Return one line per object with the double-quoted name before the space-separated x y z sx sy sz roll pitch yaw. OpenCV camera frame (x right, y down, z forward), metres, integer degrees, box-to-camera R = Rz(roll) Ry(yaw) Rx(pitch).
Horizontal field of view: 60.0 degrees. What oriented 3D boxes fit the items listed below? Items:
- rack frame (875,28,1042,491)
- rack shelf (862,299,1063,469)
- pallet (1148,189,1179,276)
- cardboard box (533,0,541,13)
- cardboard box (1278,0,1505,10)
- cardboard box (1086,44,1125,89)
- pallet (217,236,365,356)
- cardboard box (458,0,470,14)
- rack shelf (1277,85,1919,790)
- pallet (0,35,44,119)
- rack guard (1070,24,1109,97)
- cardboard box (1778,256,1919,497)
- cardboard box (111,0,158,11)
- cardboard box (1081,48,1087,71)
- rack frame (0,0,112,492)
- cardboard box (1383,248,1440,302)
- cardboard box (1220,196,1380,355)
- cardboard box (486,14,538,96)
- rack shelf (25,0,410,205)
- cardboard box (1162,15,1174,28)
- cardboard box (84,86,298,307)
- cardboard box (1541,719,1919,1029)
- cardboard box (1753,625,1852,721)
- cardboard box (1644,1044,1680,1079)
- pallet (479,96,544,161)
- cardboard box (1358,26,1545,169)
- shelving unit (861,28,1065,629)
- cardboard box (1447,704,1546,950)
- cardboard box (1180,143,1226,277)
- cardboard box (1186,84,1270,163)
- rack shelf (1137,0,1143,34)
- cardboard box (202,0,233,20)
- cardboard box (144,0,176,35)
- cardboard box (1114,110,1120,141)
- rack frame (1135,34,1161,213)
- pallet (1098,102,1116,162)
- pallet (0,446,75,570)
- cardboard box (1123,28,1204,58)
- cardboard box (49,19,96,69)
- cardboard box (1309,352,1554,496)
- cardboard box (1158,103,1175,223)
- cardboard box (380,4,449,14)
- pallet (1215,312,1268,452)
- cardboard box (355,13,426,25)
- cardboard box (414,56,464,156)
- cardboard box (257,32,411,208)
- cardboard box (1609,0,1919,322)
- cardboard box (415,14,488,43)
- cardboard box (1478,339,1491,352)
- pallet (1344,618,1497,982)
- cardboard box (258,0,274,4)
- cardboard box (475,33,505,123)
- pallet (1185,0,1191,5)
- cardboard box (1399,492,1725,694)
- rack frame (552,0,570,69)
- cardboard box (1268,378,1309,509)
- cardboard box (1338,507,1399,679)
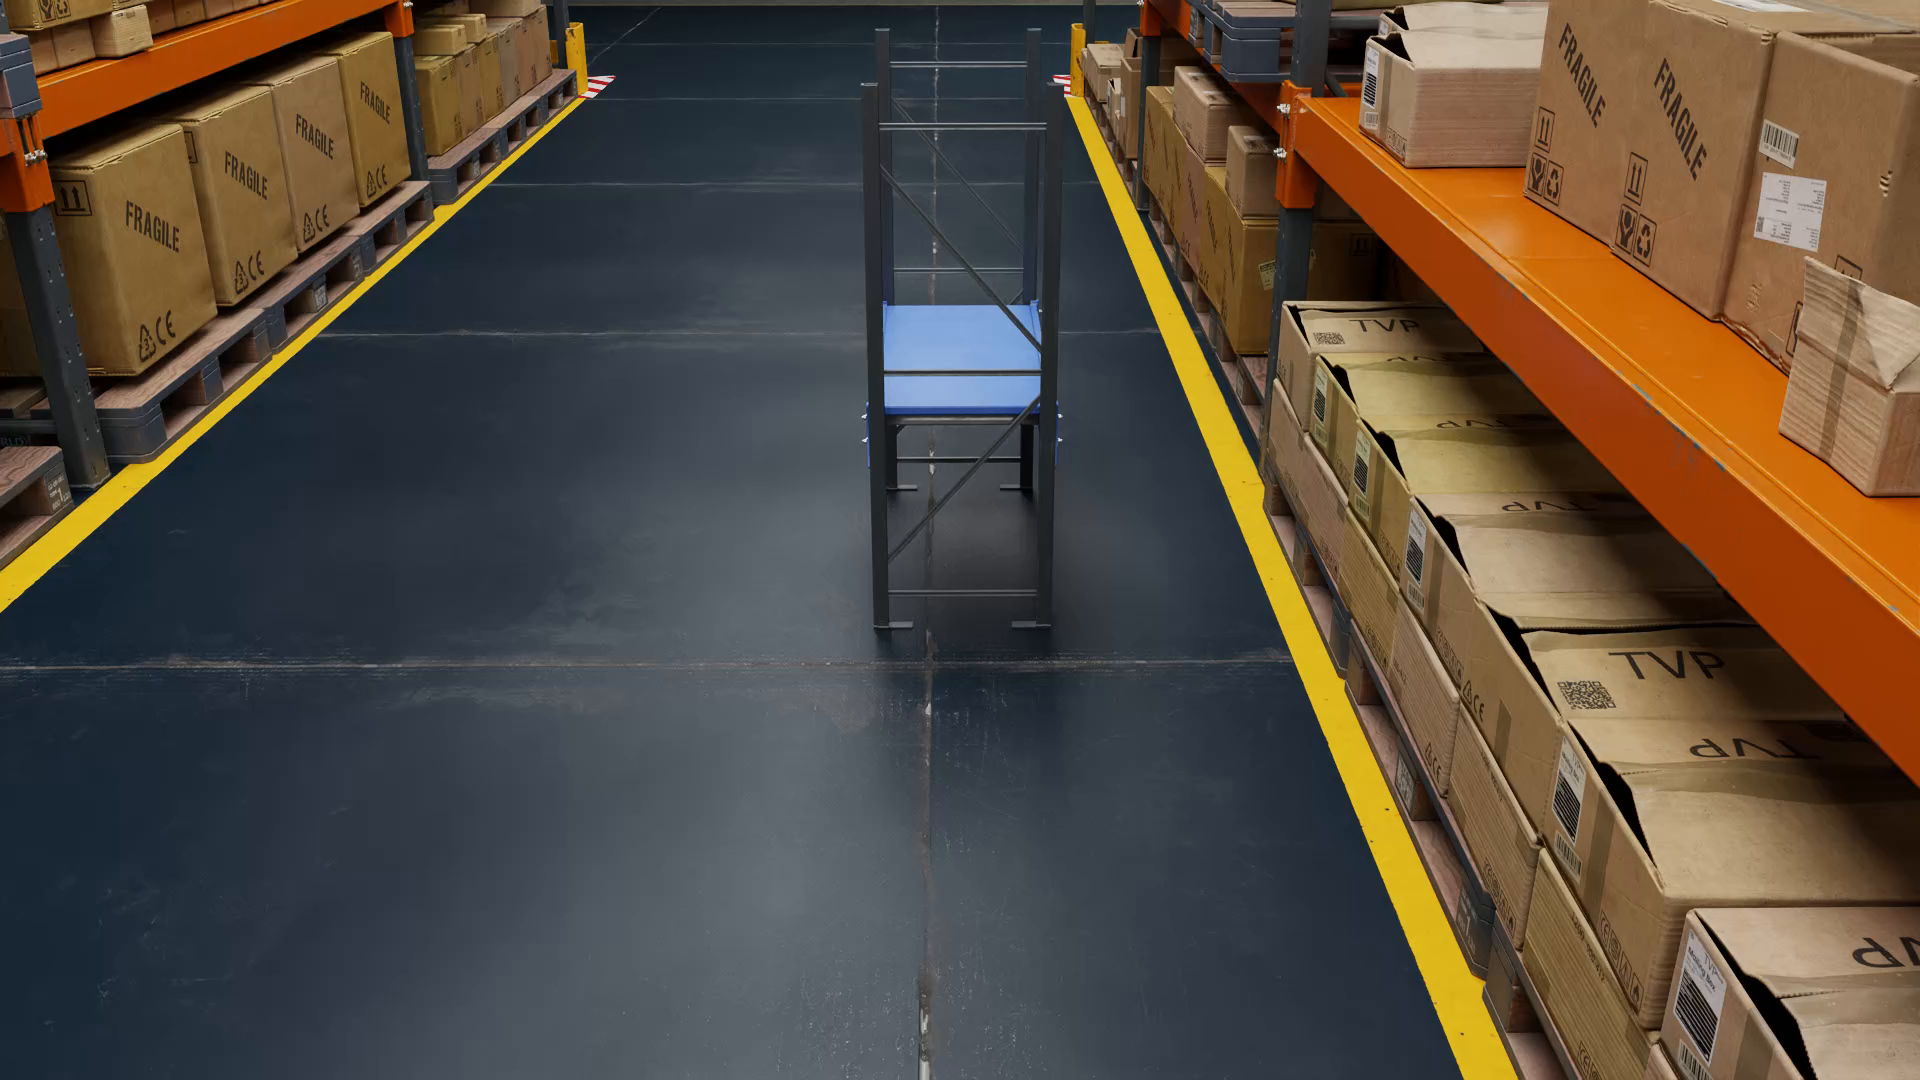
"rack frame" -0.005 -0.858 5.326 0.500 1.500 0.032 0 24 -1
"rack shelf" 0.001 -0.484 4.937 0.538 0.185 1.000 0 24 -1
"pallet" 1.538 -1.620 8.577 1.003 0.211 1.213 0 24 -1
"cardboard box" -3.214 -3.858 11.878 0.380 0.149 0.250 -1 24 -1
"cardboard box" 1.415 -2.074 5.564 0.700 0.500 0.500 -9 26 -18
"cardboard box" 1.175 -3.391 11.909 0.500 0.250 0.500 0 24 -1
"pallet" -3.362 -1.110 7.448 1.003 0.211 1.213 0 24 -1
"cardboard box" -3.591 -3.649 11.415 0.380 0.149 0.250 0 24 0
"rack shelf" 1.557 -0.426 3.425 1.077 0.370 4.000 0 24 -1
"pallet" -3.304 -1.173 4.437 1.213 0.211 1.003 0 24 -1
"rack guard" 1.448 -3.704 12.833 1.175 0.500 0.348 0 24 -1
"cardboard box" 1.385 -0.230 2.281 0.396 0.266 0.258 -1 24 -2
"cardboard box" -3.164 -2.161 5.882 0.500 0.500 0.500 1 24 1
"cardboard box" 1.109 -3.602 12.499 0.380 0.149 0.250 0 24 -1
"rack frame" -3.418 -1.554 5.046 1.000 3.000 0.127 0 24 -1
"cardboard box" 1.816 -0.828 5.941 0.500 0.500 0.500 1 24 2
"cardboard box" 1.290 -1.024 6.373 0.500 0.500 0.500 1 24 2
"cardboard box" -3.392 -3.409 11.671 0.700 0.500 0.500 0 24 -1
"rack shelf" -3.440 -2.050 7.016 1.077 0.370 4.000 0 24 -1
"cardboard box" 1.700 -3.713 12.319 0.500 0.500 0.500 0 24 -1
"cardboard box" -3.298 -1.430 6.872 0.750 0.750 0.750 0 24 -1
"cardboard box" 1.276 0.496 2.659 0.500 0.311 0.500 0 24 1
"cardboard box" 1.816 0.285 3.125 0.500 0.311 0.500 -1 24 -2
"cardboard box" 1.284 0.962 2.309 0.500 0.250 0.500 0 24 -1
"pallet" -3.408 -2.749 11.073 1.003 0.211 1.213 0 24 -1
"cardboard box" 1.351 -1.168 4.300 0.500 0.311 0.500 -1 24 -1
"shelving unit" 0.001 -0.648 4.863 0.538 1.500 1.048 0 24 -1
"cardboard box" 1.274 0.543 3.236 0.500 0.250 0.500 0 24 1
"cardboard box" 1.273 -1.453 7.322 0.500 0.500 0.500 -1 24 -3
"cardboard box" 1.270 -1.810 7.202 0.500 0.250 0.500 -1 24 -2
"rack shelf" 1.469 -3.722 10.713 1.077 0.370 4.000 0 24 -1
"cardboard box" -3.218 -2.217 6.793 0.380 0.149 0.250 0 24 0
"cardboard box" -3.240 -2.009 6.333 0.380 0.149 0.250 0 24 1
"cardboard box" 1.137 -2.515 10.097 0.380 0.149 0.250 0 24 -1
"rack frame" 1.491 -3.226 8.743 1.000 3.000 0.127 0 24 -1
"pallet" 1.469 -2.742 11.058 1.003 0.211 1.213 0 24 -1
"pallet" -3.411 0.039 4.909 1.003 0.211 1.213 0 24 -1
"cardboard box" 1.466 -3.063 10.878 0.797 0.503 0.637 0 24 -1
"cardboard box" -3.184 -1.689 5.625 0.380 0.149 0.250 0 24 0
"cardboard box" 1.261 -0.338 4.504 0.500 0.311 0.500 -1 24 -2
"cardboard box" 1.270 -1.867 8.238 0.500 0.500 0.500 0 24 0
"cardboard box" -3.584 -3.439 10.950 0.380 0.149 0.250 0 24 0
"pallet" 1.565 -0.615 6.354 1.003 0.211 1.213 0 24 -1
"cardboard box" -3.578 -3.228 10.484 0.380 0.149 0.250 0 24 0
"cardboard box" -3.368 -2.563 9.801 0.700 0.500 0.500 0 24 0
"cardboard box" -3.325 -2.147 8.456 0.750 0.750 0.750 0 24 0
"cardboard box" 1.575 -0.715 3.070 0.500 0.500 0.500 0 24 0
"cardboard box" -3.195 -3.216 10.457 0.380 0.149 0.250 -1 24 -2
"cardboard box" 1.787 -0.557 4.988 0.500 0.311 0.500 0 24 1
"pallet" 1.515 0.534 3.814 1.003 0.211 1.213 0 24 -1
"cardboard box" -3.205 -2.435 7.275 0.380 0.149 0.250 -1 24 -2
"cardboard box" -3.373 -2.982 10.727 0.700 0.500 0.500 0 24 1
"pallet" 1.509 -2.292 6.910 1.003 0.211 1.213 0 24 -1
"cardboard box" 1.271 0.084 3.571 0.500 0.311 0.500 -1 24 -1
"rack frame" -3.506 -4.850 12.335 1.000 3.000 0.127 0 24 -1
"cardboard box" 1.247 -0.299 5.099 0.500 0.250 0.500 0 24 -1
"cardboard box" 1.265 0.122 4.167 0.500 0.250 0.500 -1 24 -2
